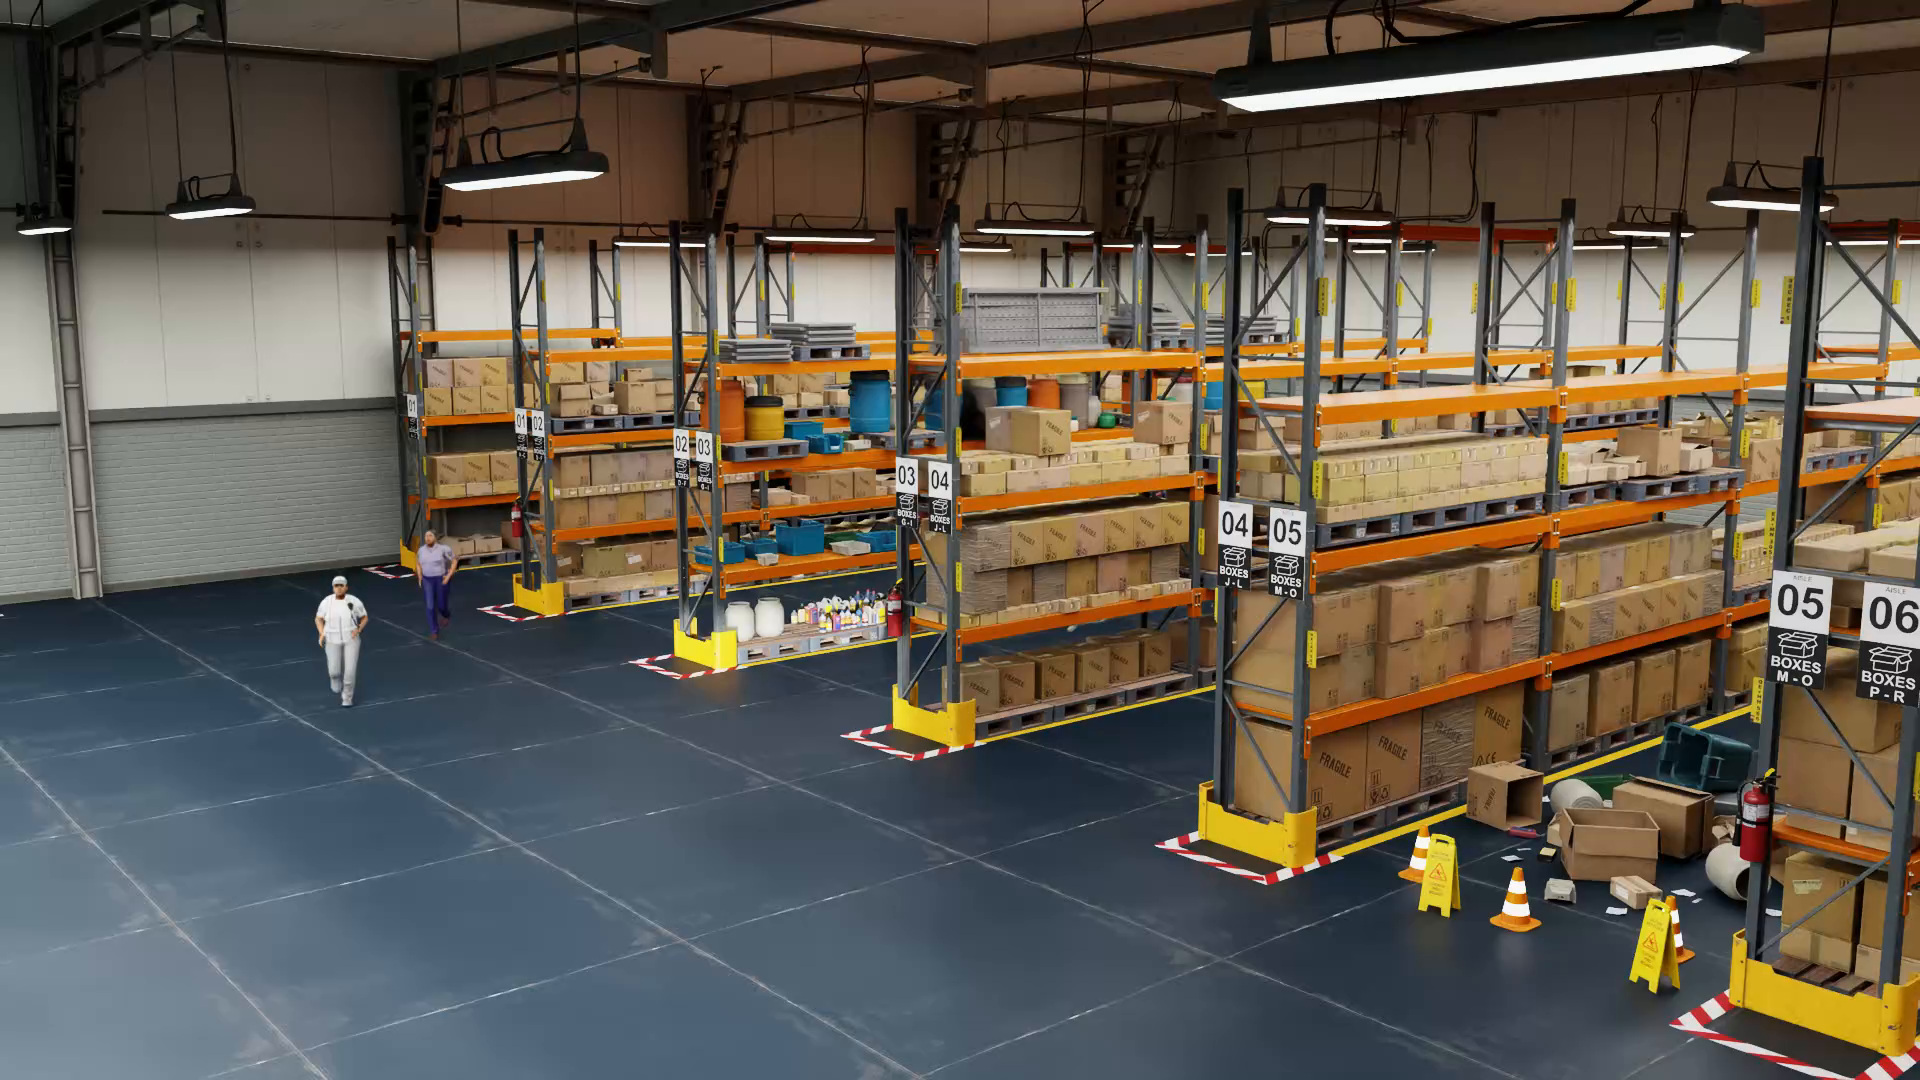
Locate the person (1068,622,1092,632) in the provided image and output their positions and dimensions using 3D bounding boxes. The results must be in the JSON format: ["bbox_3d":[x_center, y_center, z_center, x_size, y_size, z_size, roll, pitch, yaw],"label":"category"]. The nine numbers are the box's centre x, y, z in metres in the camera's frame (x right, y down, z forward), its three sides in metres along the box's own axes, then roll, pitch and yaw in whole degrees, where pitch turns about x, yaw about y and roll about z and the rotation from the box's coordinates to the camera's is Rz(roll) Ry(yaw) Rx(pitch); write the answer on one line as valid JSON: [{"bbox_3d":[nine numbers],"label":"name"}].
[{"bbox_3d":[1.725,0.434,23.724,0.543,1.764,0.668,7,11,40],"label":"person"}]

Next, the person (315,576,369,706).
[{"bbox_3d":[-7.601,1.241,20.486,0.621,1.612,0.542,-3,9,-18],"label":"person"}]

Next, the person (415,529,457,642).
[{"bbox_3d":[-7.674,0.636,24.437,0.613,1.648,0.671,0,9,-3],"label":"person"}]
